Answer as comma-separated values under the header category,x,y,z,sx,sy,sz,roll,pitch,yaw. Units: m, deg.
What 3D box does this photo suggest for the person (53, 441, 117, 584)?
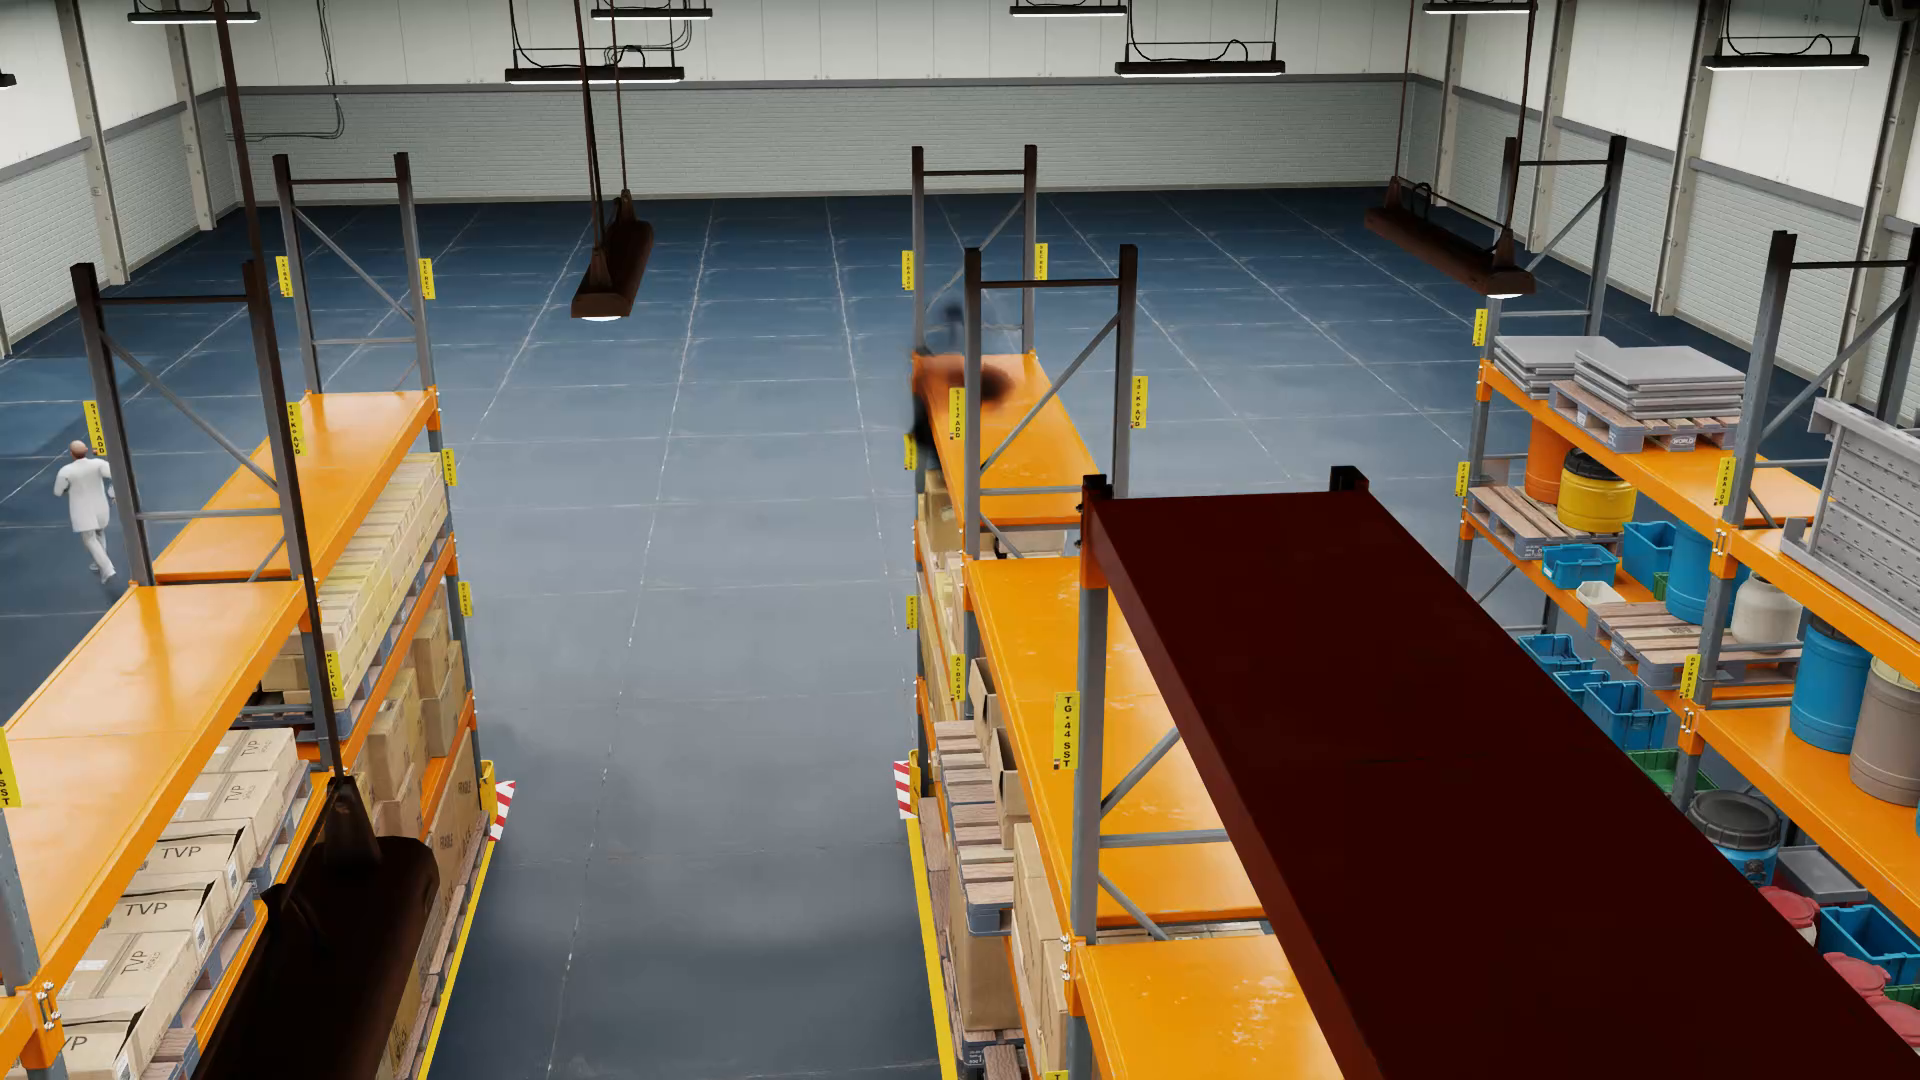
category,x,y,z,sx,sy,sz,roll,pitch,yaw
person,-10.477,-0.351,20.036,1.045,1.781,0.695,18,28,38
